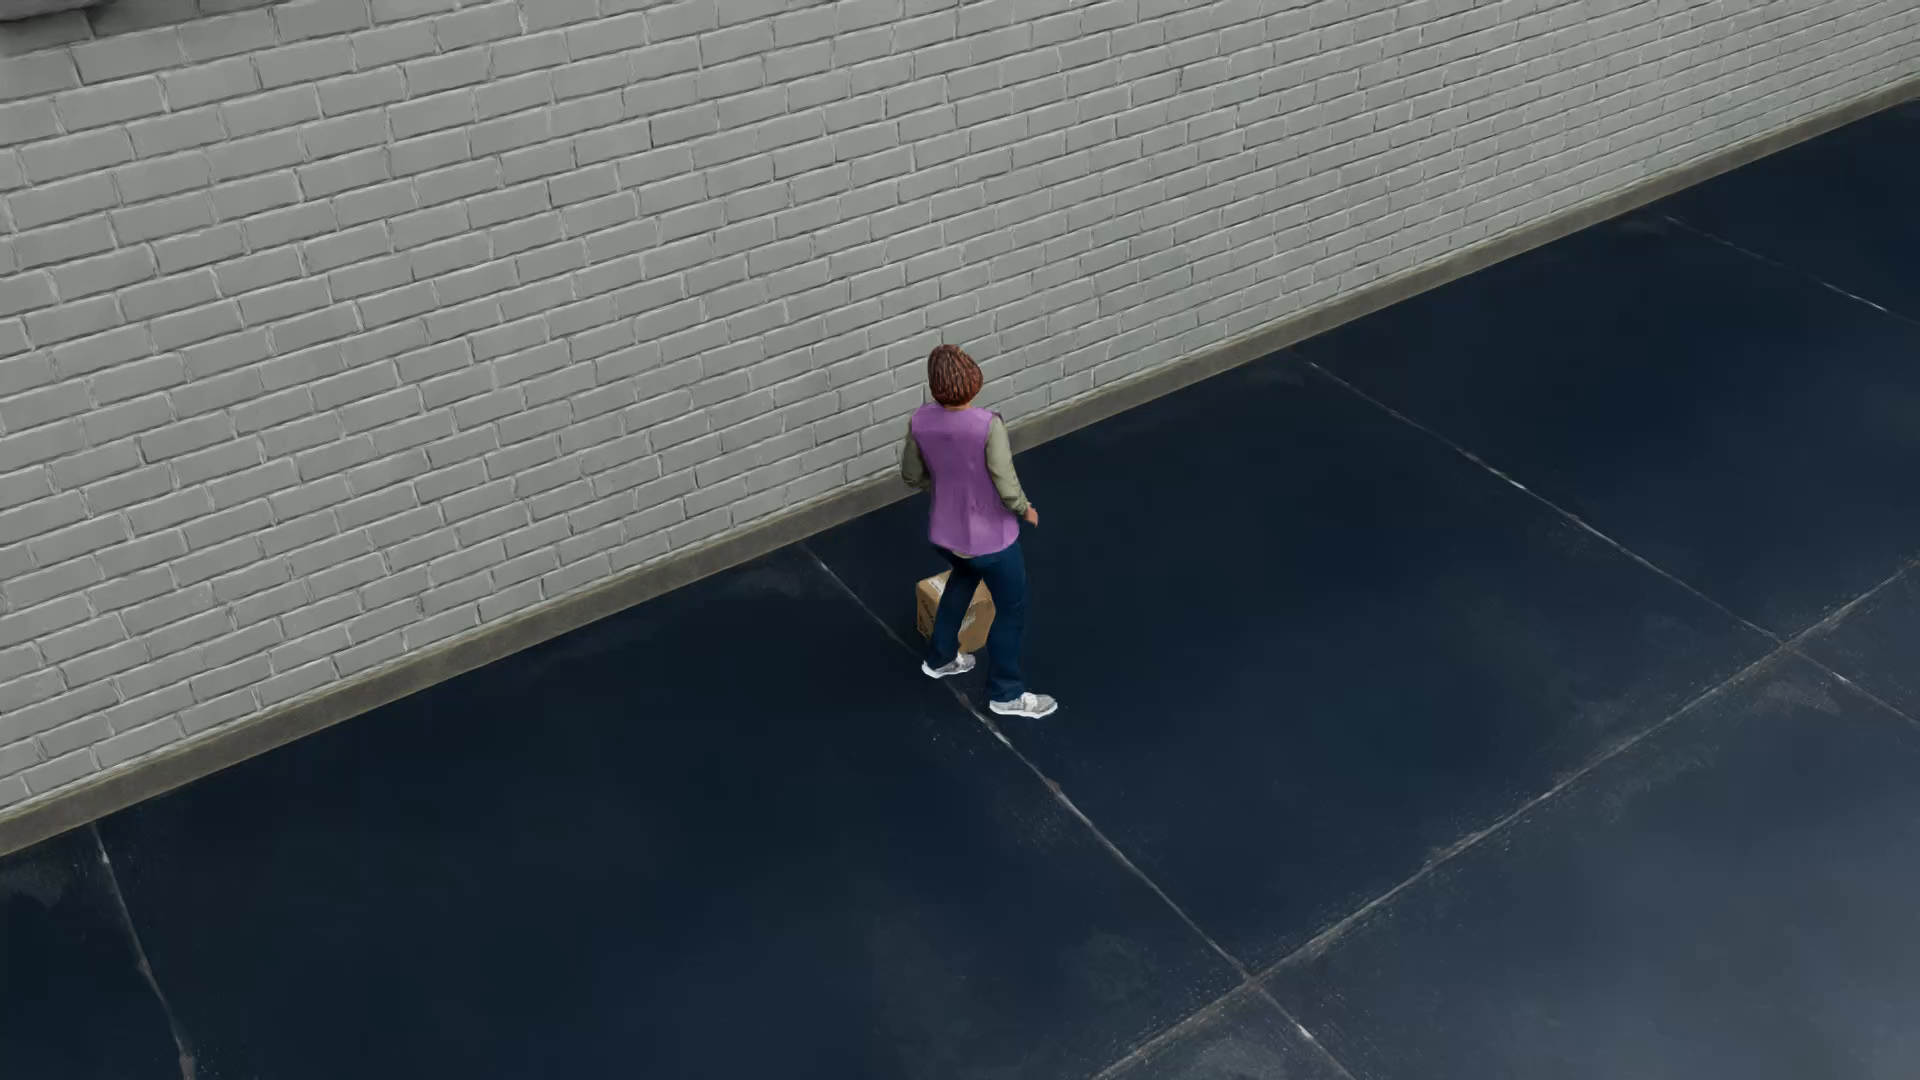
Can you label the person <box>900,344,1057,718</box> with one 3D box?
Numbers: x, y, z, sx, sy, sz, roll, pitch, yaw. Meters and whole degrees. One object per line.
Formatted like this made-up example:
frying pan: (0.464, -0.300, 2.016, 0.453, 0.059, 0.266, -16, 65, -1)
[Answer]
person: (0.088, 0.007, 6.223, 0.600, 1.547, 0.359, 25, 44, 29)
